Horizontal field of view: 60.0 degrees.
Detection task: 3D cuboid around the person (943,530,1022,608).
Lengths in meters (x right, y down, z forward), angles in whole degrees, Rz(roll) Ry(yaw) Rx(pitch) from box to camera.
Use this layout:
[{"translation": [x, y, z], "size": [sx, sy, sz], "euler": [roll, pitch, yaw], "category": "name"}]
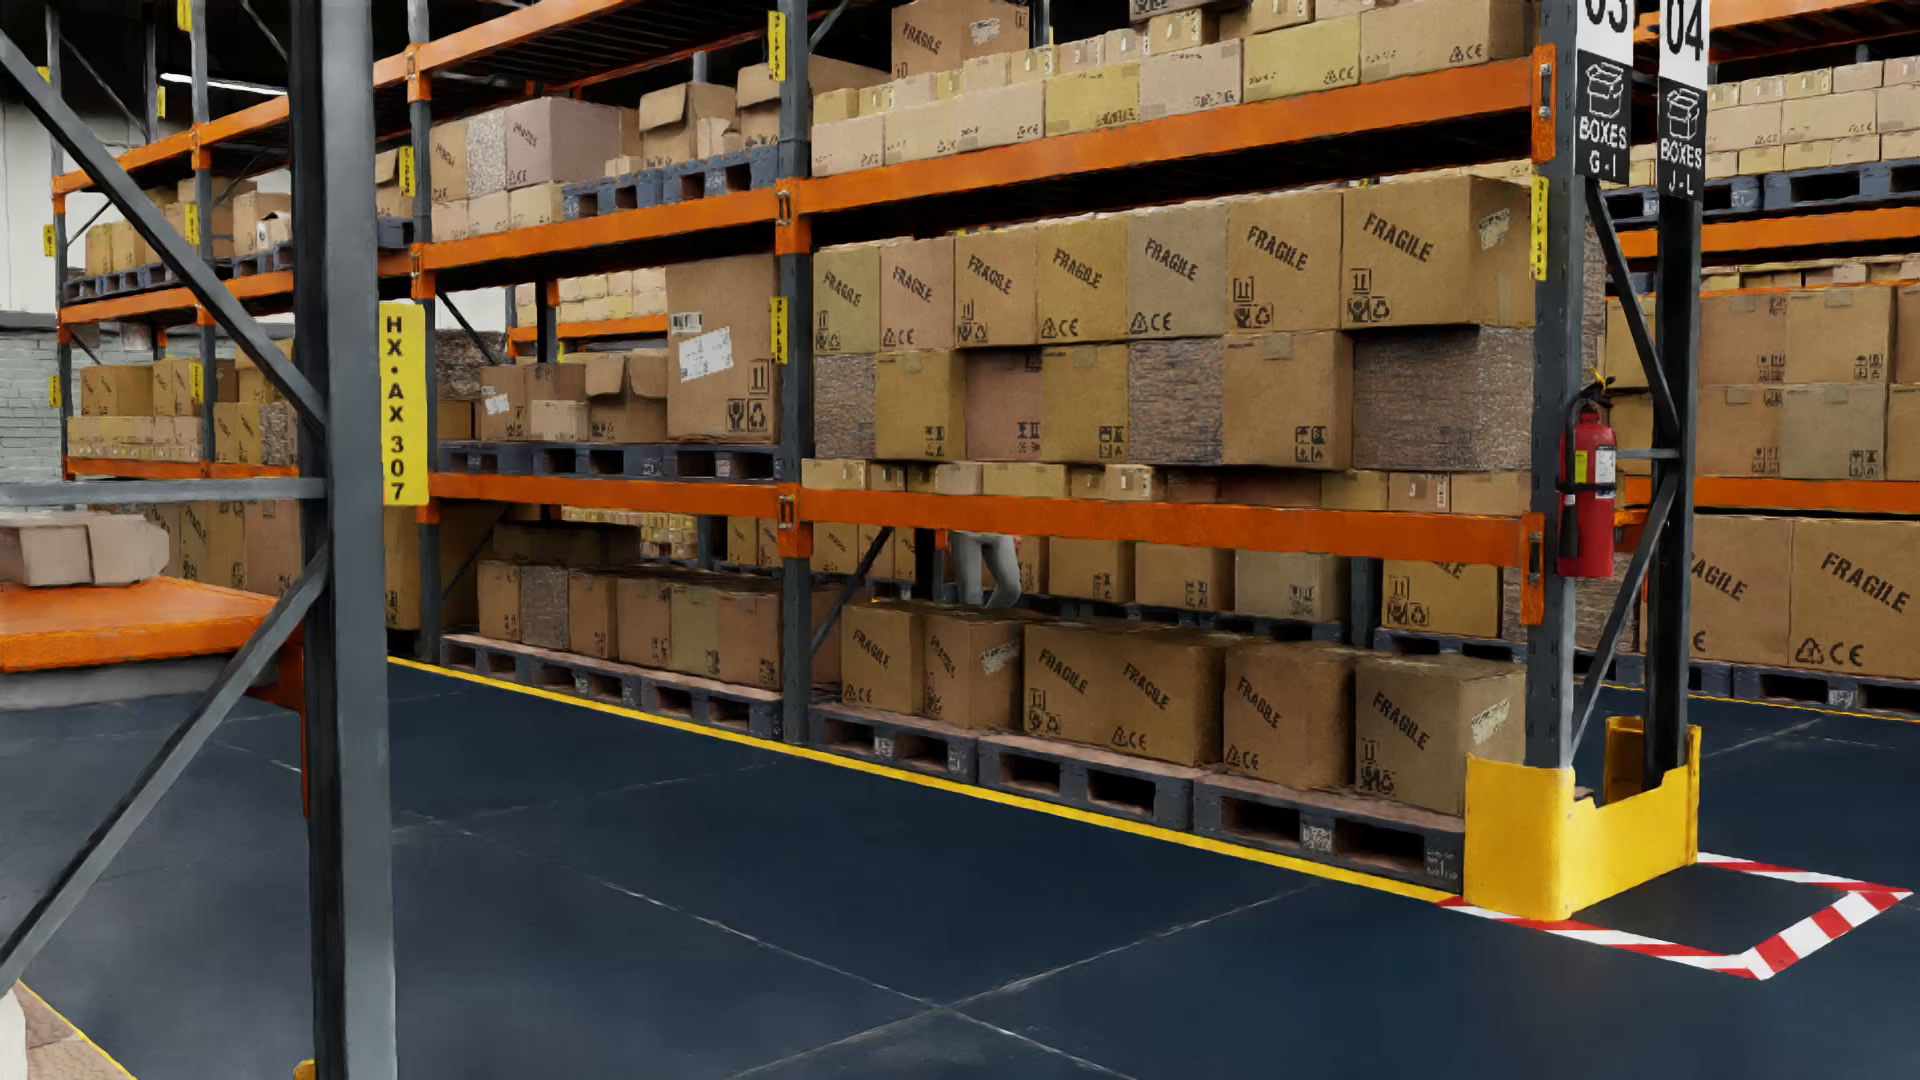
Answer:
[{"translation": [0.108, -0.058, 11.191], "size": [0.597, 1.755, 0.562], "euler": [-1, 4, -10], "category": "person"}]
